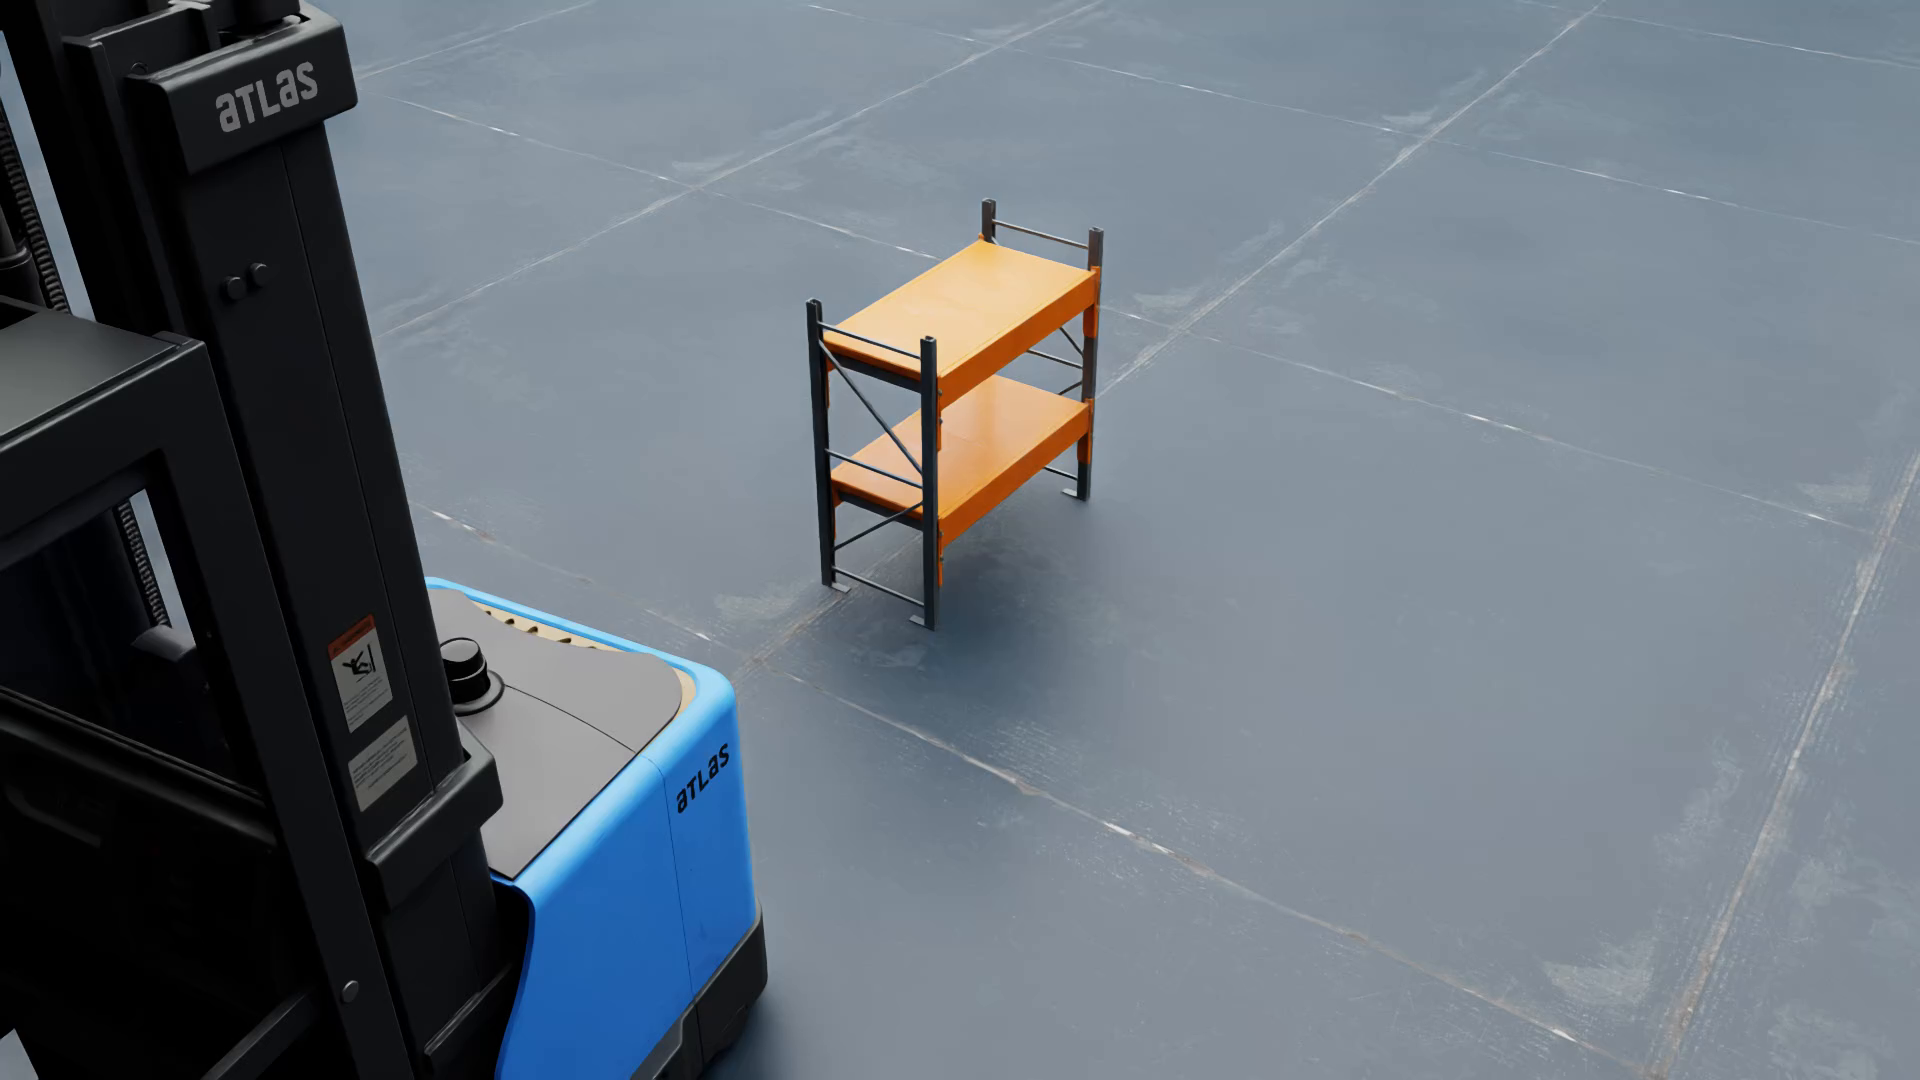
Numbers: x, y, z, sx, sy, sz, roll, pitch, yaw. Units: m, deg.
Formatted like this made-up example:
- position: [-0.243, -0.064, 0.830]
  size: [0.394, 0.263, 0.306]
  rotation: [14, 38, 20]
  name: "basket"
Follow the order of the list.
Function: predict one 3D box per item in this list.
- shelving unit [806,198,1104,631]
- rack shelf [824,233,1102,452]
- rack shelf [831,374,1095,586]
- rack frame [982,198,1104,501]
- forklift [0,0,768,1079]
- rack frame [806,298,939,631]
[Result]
- position: [0.004, -0.469, 5.939]
  size: [0.538, 1.125, 1.048]
  rotation: [21, 39, 28]
  name: "shelving unit"
- position: [0.004, -0.712, 5.776]
  size: [0.538, 0.278, 1.000]
  rotation: [21, 39, 28]
  name: "rack shelf"
- position: [0.004, -0.267, 6.076]
  size: [0.538, 0.278, 1.000]
  rotation: [21, 39, 28]
  name: "rack shelf"
- position: [0.294, -0.703, 6.285]
  size: [0.500, 1.125, 0.032]
  rotation: [21, 39, 28]
  name: "rack frame"
- position: [-1.617, 0.607, 2.736]
  size: [1.130, 2.935, 3.031]
  rotation: [16, 37, 22]
  name: "forklift"
- position: [-0.286, -0.235, 5.594]
  size: [0.500, 1.125, 0.032]
  rotation: [21, 39, 28]
  name: "rack frame"
